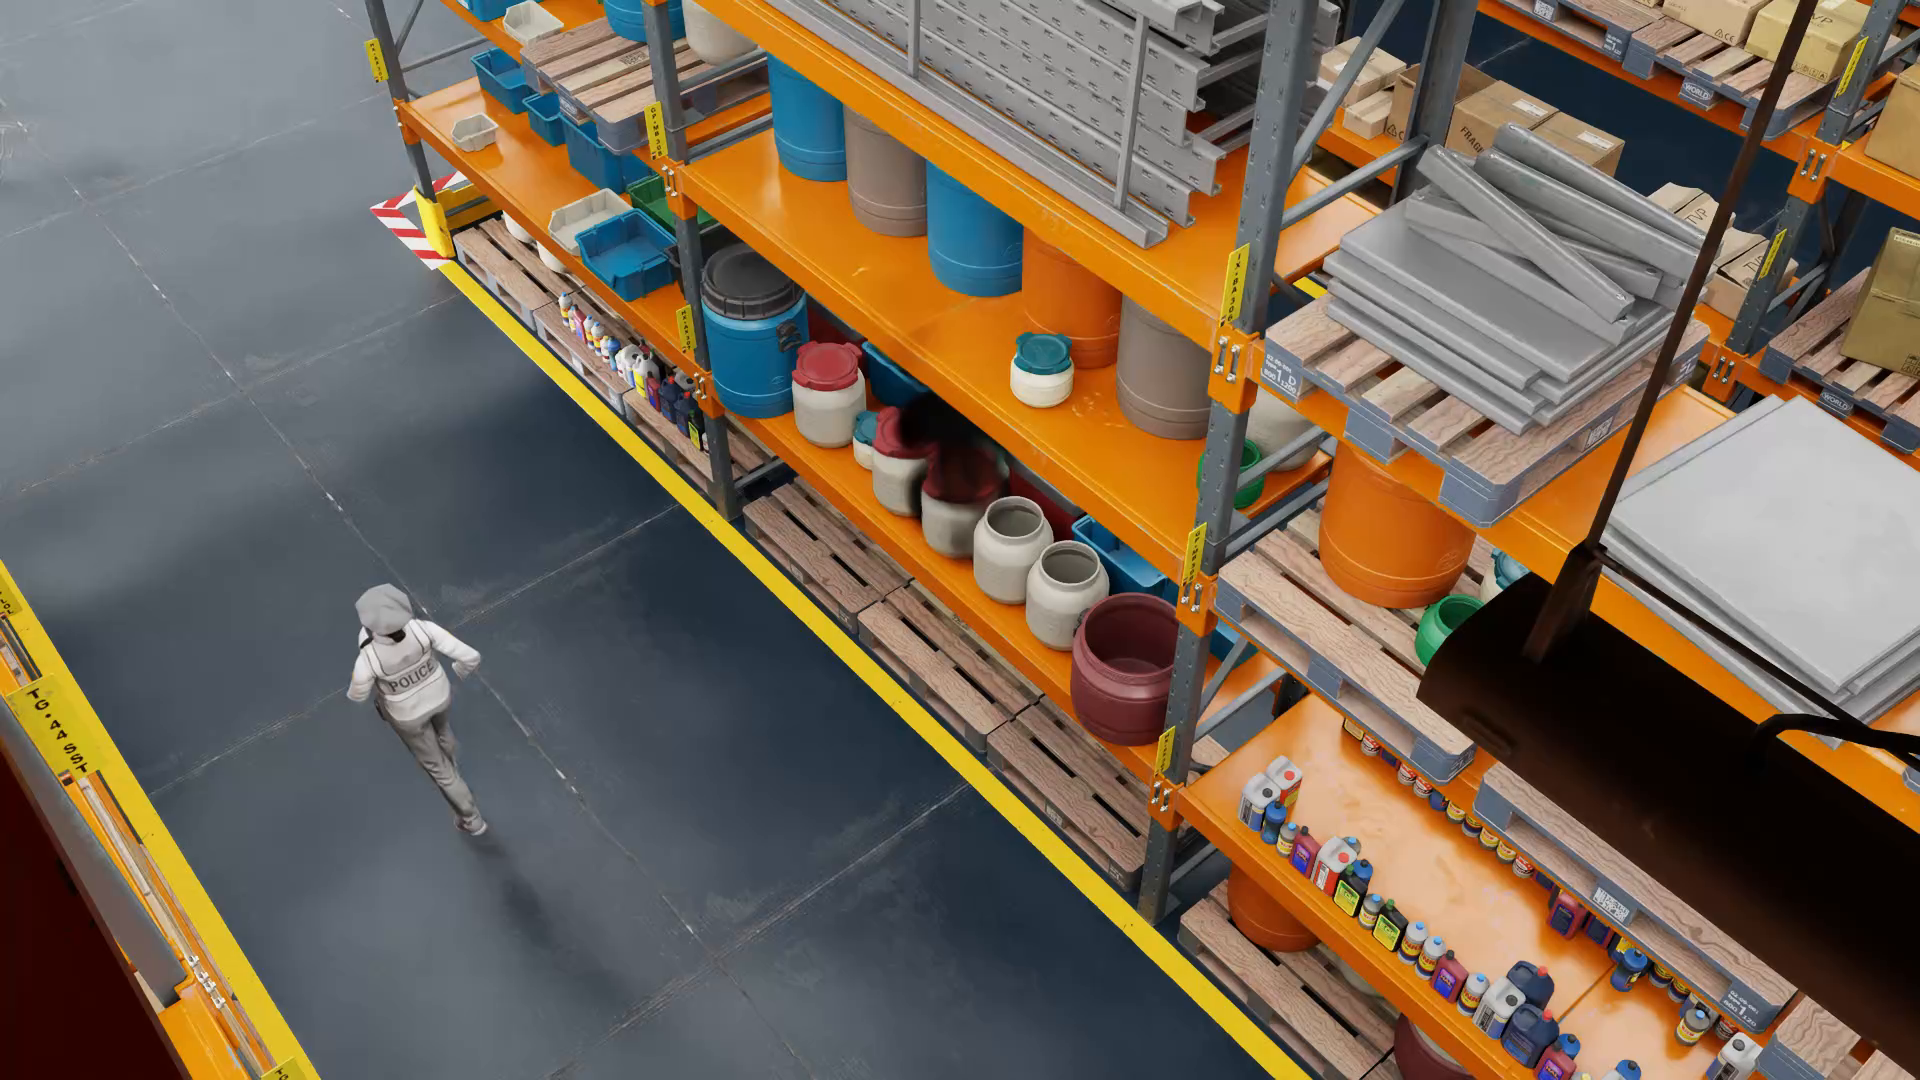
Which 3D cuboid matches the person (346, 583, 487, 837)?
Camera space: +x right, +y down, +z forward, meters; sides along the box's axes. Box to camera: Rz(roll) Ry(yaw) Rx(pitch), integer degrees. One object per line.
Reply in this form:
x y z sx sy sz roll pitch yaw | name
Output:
-2.784 0.864 8.585 0.753 1.762 0.587 33 55 27 | person
